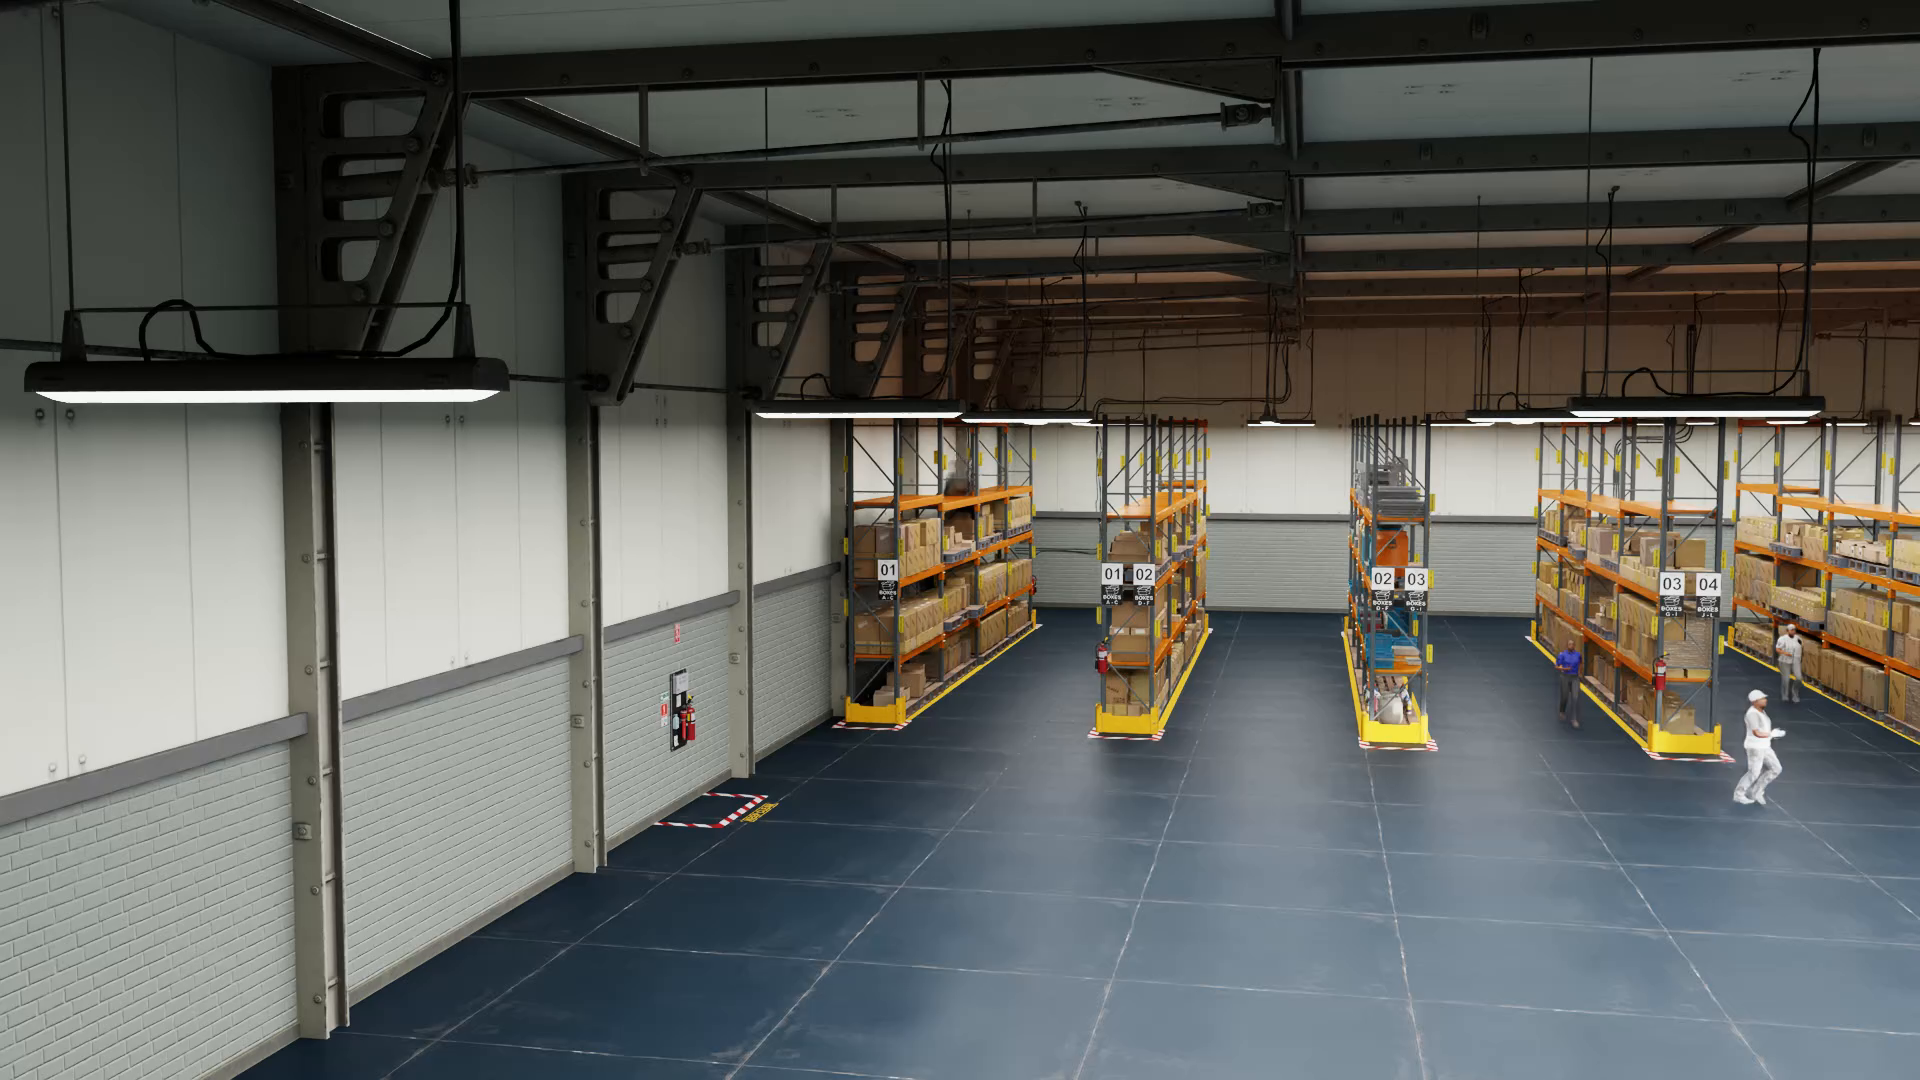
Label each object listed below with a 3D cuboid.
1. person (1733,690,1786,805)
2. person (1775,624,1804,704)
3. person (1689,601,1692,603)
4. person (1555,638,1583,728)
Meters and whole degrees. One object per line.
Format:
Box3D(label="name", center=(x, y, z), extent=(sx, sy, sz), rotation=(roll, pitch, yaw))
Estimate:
Box3D(label="person", center=(12.115, 3.158, 25.164), extent=(0.702, 1.785, 0.673), rotation=(3, 5, 40))
Box3D(label="person", center=(17.367, 2.590, 34.781), extent=(0.592, 1.672, 0.670), rotation=(1, 4, 12))
Box3D(label="person", center=(19.307, 1.953, 44.559), extent=(0.445, 1.596, 0.597), rotation=(-3, 5, -36))
Box3D(label="person", center=(11.779, 2.737, 32.118), extent=(0.581, 1.646, 0.876), rotation=(0, 4, 7))
